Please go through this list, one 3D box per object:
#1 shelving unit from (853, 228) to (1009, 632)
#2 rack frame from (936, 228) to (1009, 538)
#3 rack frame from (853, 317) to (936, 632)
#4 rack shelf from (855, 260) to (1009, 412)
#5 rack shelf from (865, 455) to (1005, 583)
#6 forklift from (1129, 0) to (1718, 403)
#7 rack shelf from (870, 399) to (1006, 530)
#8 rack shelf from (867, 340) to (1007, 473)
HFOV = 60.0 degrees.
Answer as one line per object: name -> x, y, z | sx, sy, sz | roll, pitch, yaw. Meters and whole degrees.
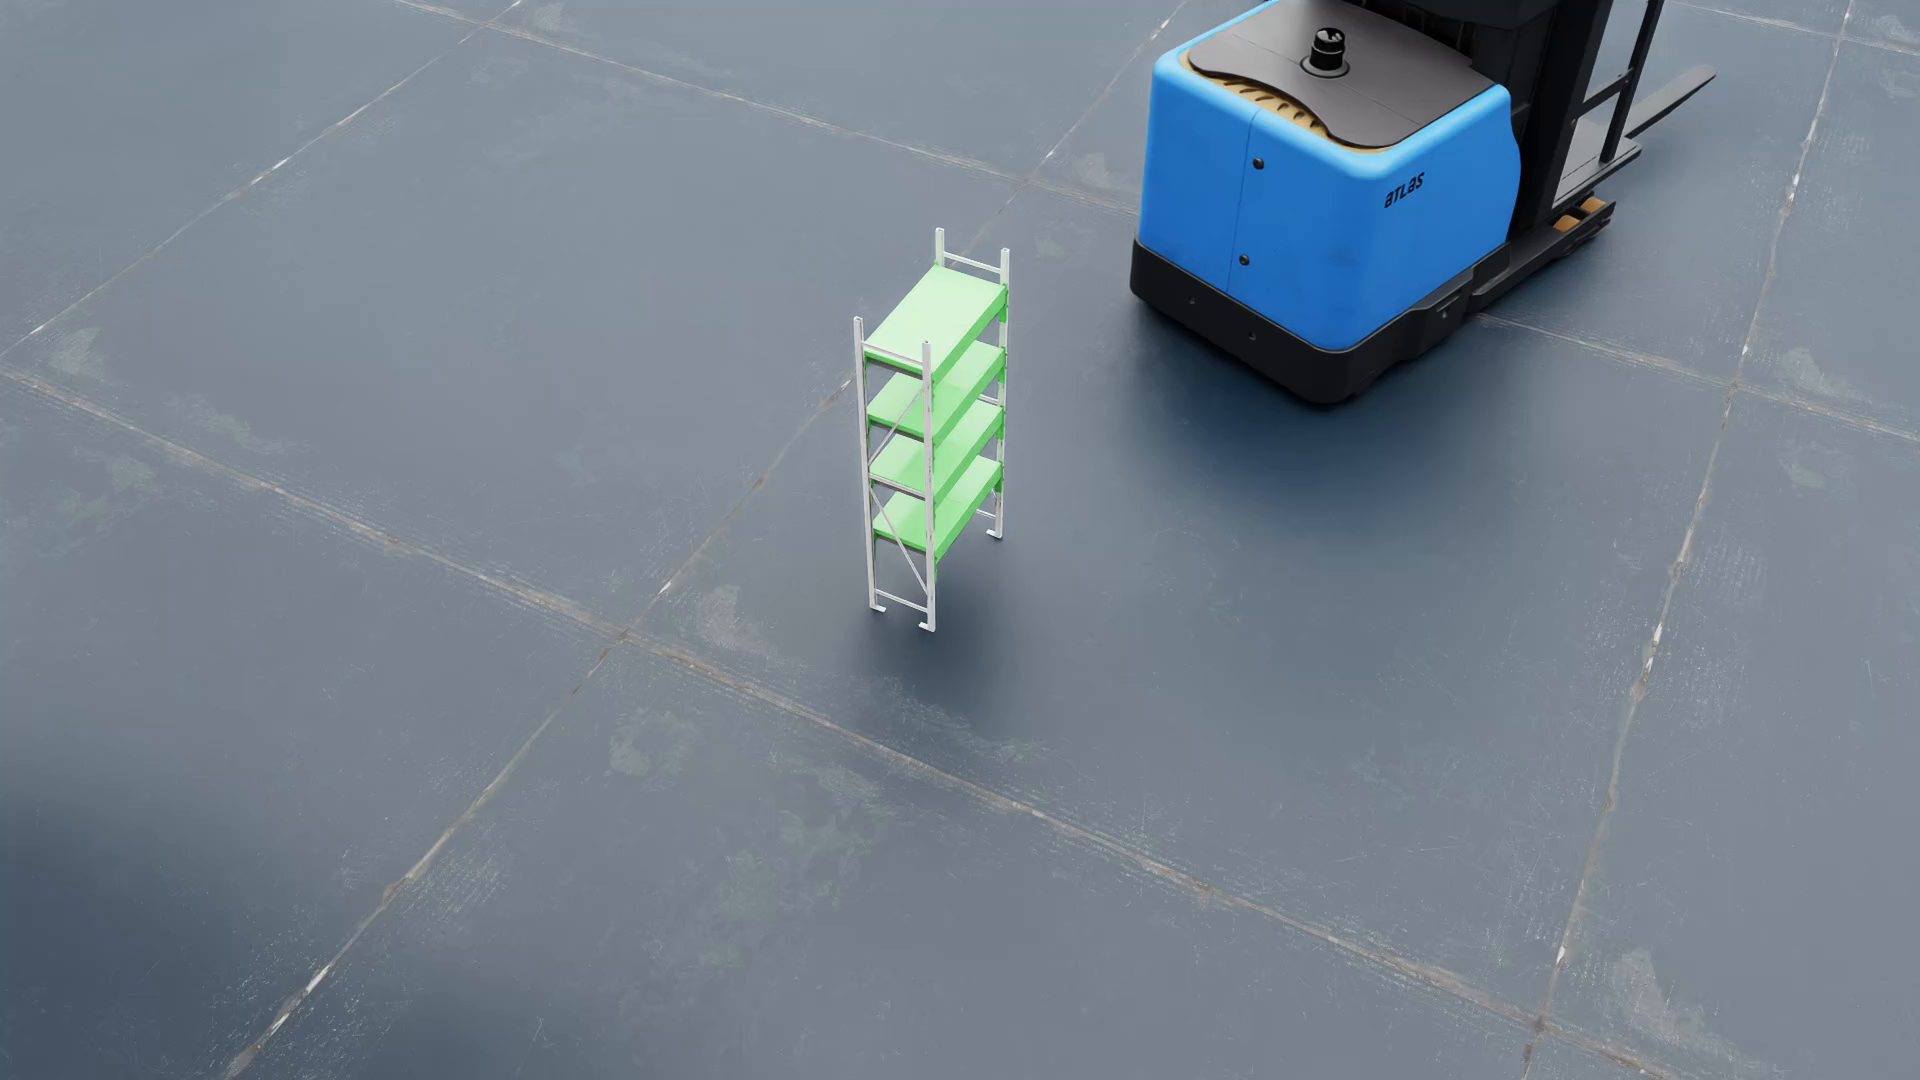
shelving unit -> -0.077, -0.317, 5.220 | 0.258, 1.200, 0.503 | 20, 49, 19
rack frame -> 0.036, -0.471, 5.372 | 0.240, 1.200, 0.015 | 20, 49, 19
rack frame -> -0.190, -0.164, 5.068 | 0.240, 1.200, 0.015 | 20, 49, 19
rack shelf -> -0.077, -0.610, 4.924 | 0.258, 0.148, 0.480 | 20, 49, 19
rack shelf -> -0.077, -0.104, 5.436 | 0.258, 0.148, 0.480 | 20, 49, 19
forklift -> 2.103, -2.456, 6.117 | 3.031, 2.935, 1.130 | -33, 54, -28
rack shelf -> -0.077, -0.273, 5.266 | 0.258, 0.148, 0.480 | 20, 49, 19
rack shelf -> -0.077, -0.441, 5.095 | 0.258, 0.148, 0.480 | 20, 49, 19
